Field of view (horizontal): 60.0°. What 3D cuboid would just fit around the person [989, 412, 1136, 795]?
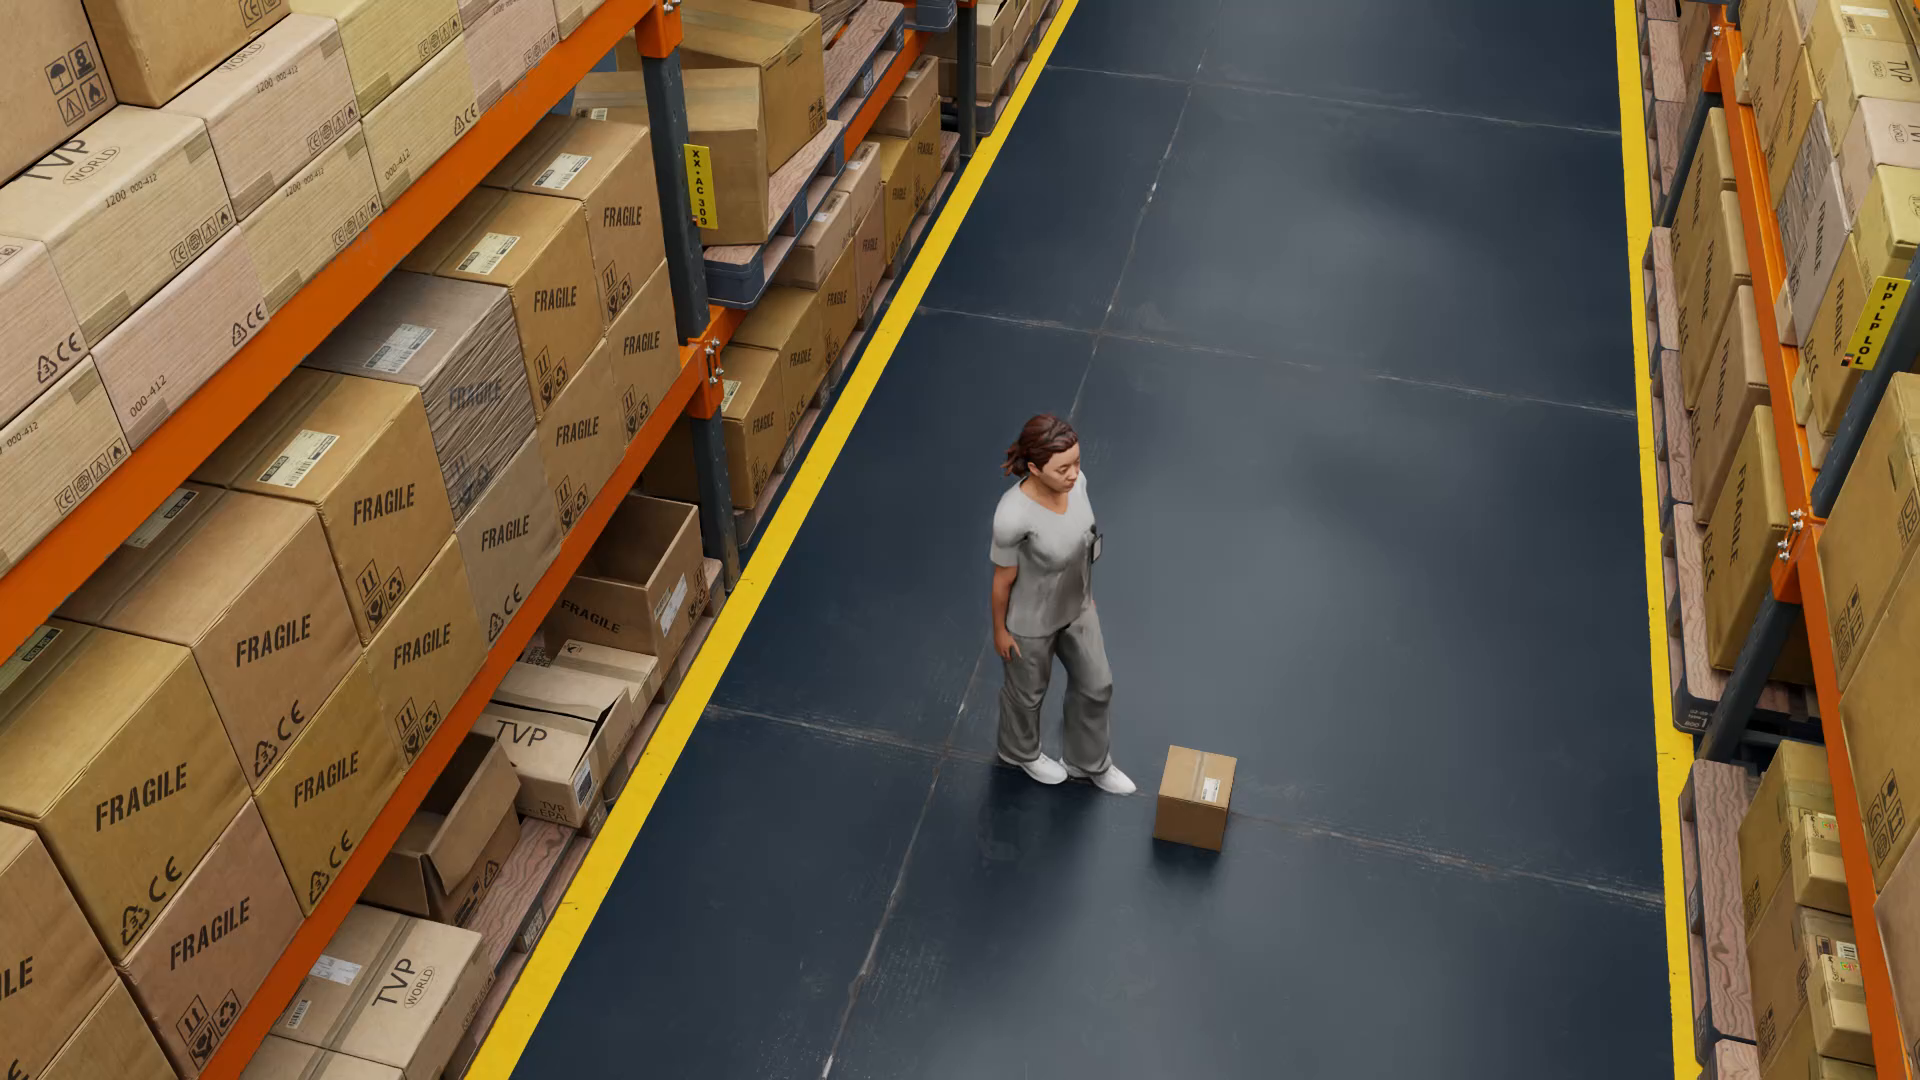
[{"bbox_3d":[0.353,0.294,5.831,0.442,1.698,0.526,-32,51,-32],"label":"person"}]
